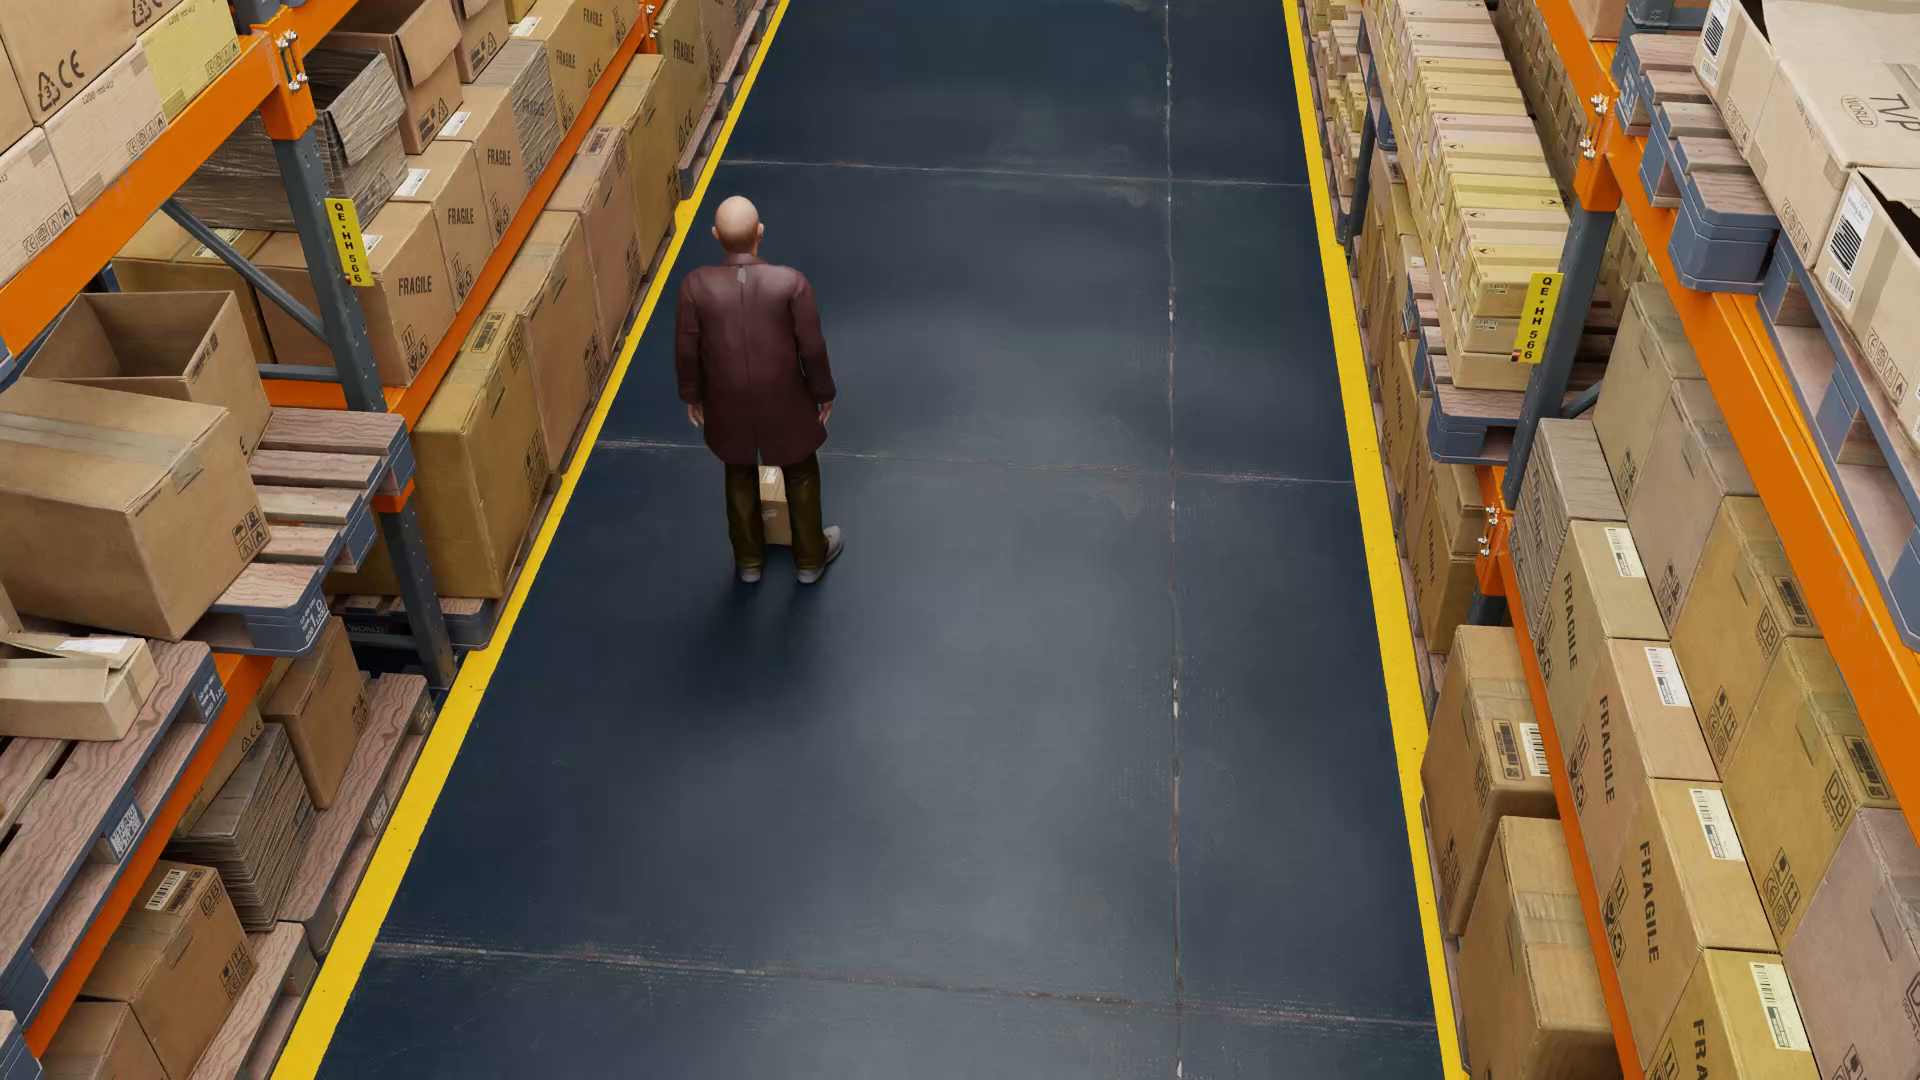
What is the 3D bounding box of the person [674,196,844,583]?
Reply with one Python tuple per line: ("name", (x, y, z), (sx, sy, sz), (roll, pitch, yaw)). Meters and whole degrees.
("person", (-0.838, -0.588, 6.880), (0.653, 1.773, 0.425), (1, 40, 1))
